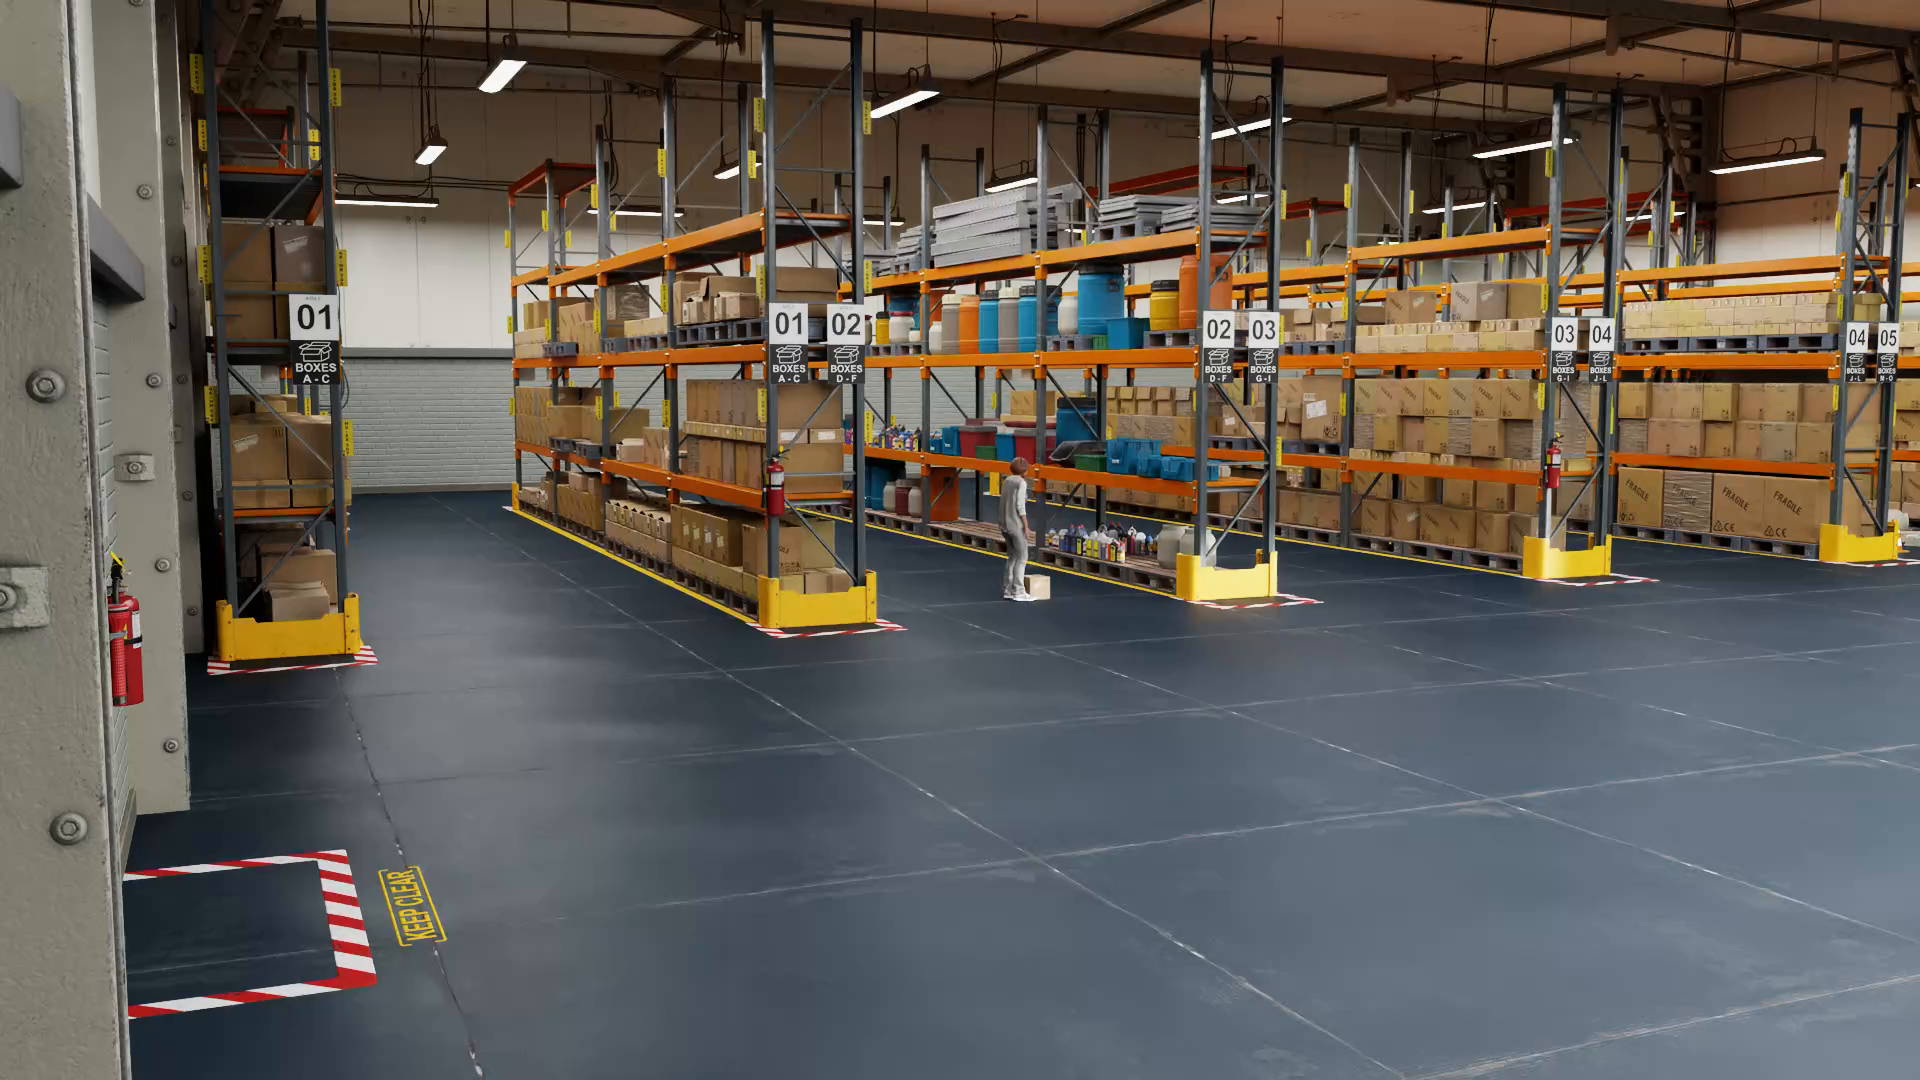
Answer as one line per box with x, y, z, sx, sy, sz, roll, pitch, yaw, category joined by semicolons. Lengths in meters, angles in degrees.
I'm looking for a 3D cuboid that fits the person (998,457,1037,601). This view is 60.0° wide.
0.618;-0.127;18.518;0.347;1.591;0.483;-3;6;-27;person
